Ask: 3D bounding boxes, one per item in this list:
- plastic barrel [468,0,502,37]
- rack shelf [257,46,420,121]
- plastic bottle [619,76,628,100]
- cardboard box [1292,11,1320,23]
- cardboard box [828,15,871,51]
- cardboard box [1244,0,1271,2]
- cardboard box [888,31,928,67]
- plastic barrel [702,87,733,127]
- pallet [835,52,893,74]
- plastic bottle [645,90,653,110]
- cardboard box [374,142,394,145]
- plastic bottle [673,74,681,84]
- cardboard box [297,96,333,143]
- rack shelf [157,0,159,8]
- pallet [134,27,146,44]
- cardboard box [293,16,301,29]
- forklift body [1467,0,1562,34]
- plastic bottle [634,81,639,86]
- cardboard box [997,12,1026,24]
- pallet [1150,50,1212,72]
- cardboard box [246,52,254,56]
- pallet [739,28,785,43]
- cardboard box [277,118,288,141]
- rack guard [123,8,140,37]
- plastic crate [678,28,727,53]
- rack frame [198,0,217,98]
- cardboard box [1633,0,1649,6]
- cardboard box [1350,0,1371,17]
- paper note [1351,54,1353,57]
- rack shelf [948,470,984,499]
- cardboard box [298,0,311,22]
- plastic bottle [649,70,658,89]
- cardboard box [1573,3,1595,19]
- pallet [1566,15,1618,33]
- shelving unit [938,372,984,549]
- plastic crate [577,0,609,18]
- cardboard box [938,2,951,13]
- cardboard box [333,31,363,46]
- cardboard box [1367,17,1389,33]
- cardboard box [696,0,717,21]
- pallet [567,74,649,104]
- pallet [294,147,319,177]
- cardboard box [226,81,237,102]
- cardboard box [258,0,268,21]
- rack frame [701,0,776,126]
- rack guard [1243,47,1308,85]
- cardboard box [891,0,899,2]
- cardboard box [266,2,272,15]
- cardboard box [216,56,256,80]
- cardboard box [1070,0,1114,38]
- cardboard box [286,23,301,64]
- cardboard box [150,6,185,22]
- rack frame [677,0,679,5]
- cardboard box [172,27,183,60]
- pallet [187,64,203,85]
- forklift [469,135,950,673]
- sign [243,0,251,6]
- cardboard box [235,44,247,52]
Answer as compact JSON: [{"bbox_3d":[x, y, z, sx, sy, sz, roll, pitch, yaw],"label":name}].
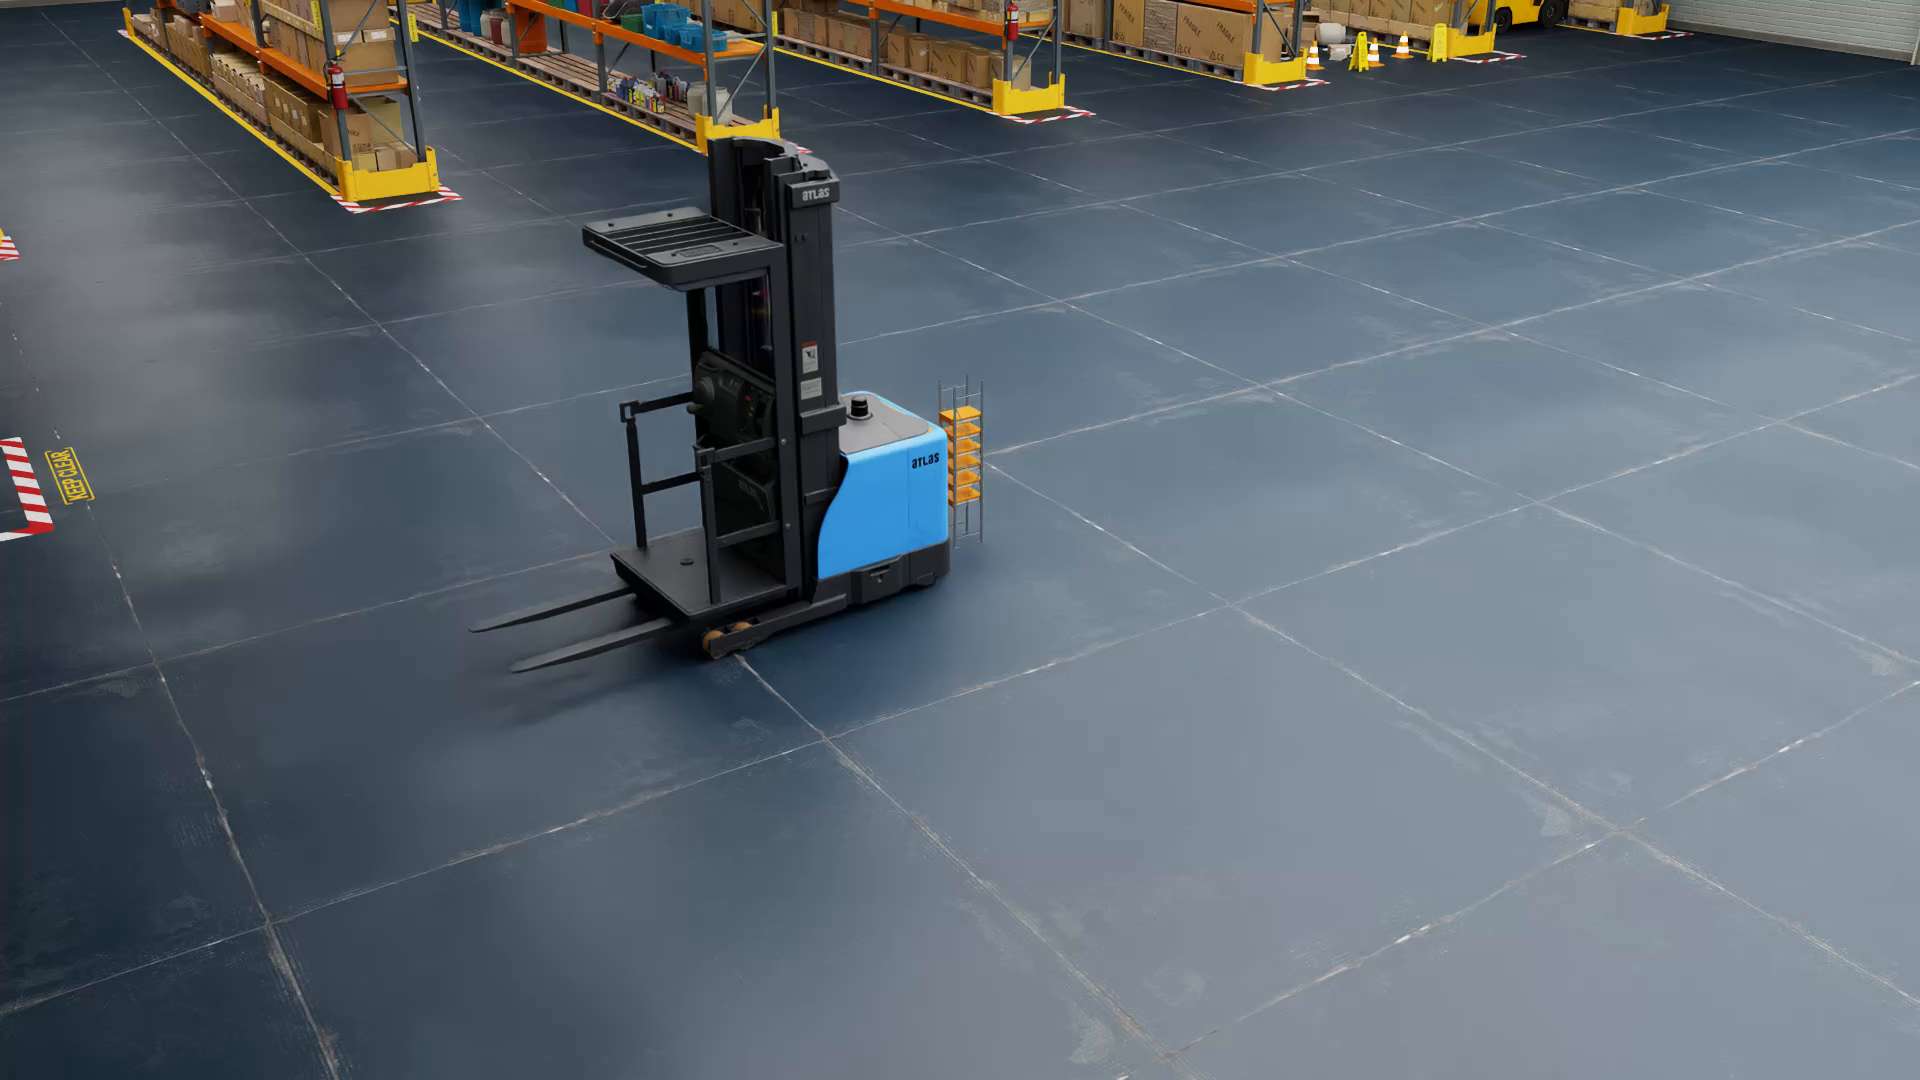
[{"bbox_3d":[-8.919,-9.969,31.283,0.600,0.901,0.708,-16,29,-30],"label":"plastic barrel"},{"bbox_3d":[-8.282,-6.125,22.016,1.077,0.370,4.000,-16,29,-30],"label":"rack shelf"},{"bbox_3d":[-5.128,-6.934,25.475,0.144,0.351,0.185,-15,29,-28],"label":"plastic bottle"},{"bbox_3d":[6.677,-9.953,32.207,0.500,0.500,0.500,3,25,6],"label":"cardboard box"},{"bbox_3d":[-1.939,-9.141,29.975,0.700,0.500,0.500,-18,31,-34],"label":"cardboard box"},{"bbox_3d":[5.083,-9.352,27.833,0.875,0.550,0.550,-16,29,-30],"label":"cardboard box"},{"bbox_3d":[-0.887,-8.380,28.387,0.500,0.500,0.500,-17,30,-31],"label":"cardboard box"},{"bbox_3d":[-3.461,-6.171,23.692,0.421,0.512,0.421,0,25,0],"label":"plastic barrel"},{"bbox_3d":[-1.498,-8.490,29.450,1.003,0.211,1.213,-16,29,-30],"label":"pallet"},{"bbox_3d":[-4.598,-6.556,24.762,0.152,0.276,0.135,-16,30,-31],"label":"plastic bottle"},{"bbox_3d":[-7.572,-5.103,21.738,0.500,0.250,0.500,-16,29,-30],"label":"cardboard box"},{"bbox_3d":[-4.347,-6.972,25.556,0.144,0.351,0.185,-16,29,-30],"label":"plastic bottle"},{"bbox_3d":[-8.290,-5.497,21.694,0.500,0.500,0.500,-16,29,-30],"label":"cardboard box"},{"bbox_3d":[-14.832,-10.417,31.108,1.077,0.370,4.000,-16,29,-30],"label":"rack shelf"},{"bbox_3d":[-15.447,-9.885,32.404,1.003,0.211,1.213,-16,29,-30],"label":"pallet"},{"bbox_3d":[-8.407,-6.720,21.557,0.380,0.149,0.250,-16,30,-30],"label":"cardboard box"},{"bbox_3d":[11.008,-11.379,33.297,2.313,2.155,1.214,-16,29,-30],"label":"forklift body"},{"bbox_3d":[-4.948,-6.875,25.442,0.097,0.271,0.097,0,25,0],"label":"plastic bottle"},{"bbox_3d":[0.784,-7.983,25.402,0.380,0.149,0.250,-16,29,-30],"label":"cardboard box"},{"bbox_3d":[4.159,-8.605,29.693,1.003,0.211,1.213,-16,29,-30],"label":"pallet"},{"bbox_3d":[-11.065,-7.667,26.511,0.500,0.311,0.500,-15,29,-28],"label":"cardboard box"},{"bbox_3d":[-3.622,-9.942,32.526,1.003,0.211,1.213,-16,29,-30],"label":"pallet"},{"bbox_3d":[-9.106,-5.696,22.993,0.500,0.250,0.500,-16,29,-30],"label":"cardboard box"},{"bbox_3d":[-15.883,-10.300,32.946,1.175,0.500,0.348,-16,29,-30],"label":"rack guard"},{"bbox_3d":[-3.562,-6.930,23.053,0.499,0.251,0.616,-16,29,-30],"label":"plastic crate"},{"bbox_3d":[-11.557,-8.596,26.409,1.000,3.000,0.127,-16,29,-30],"label":"rack frame"},{"bbox_3d":[13.489,-10.899,33.429,0.500,0.250,0.500,-15,29,-29],"label":"cardboard box"},{"bbox_3d":[7.911,-10.420,32.121,0.500,0.500,0.500,-14,29,-27],"label":"cardboard box"},{"bbox_3d":[7.232,-8.883,30.494,0.142,0.019,0.148,18,31,33],"label":"paper note"},{"bbox_3d":[0.008,-0.389,11.516,0.258,0.103,0.180,-16,29,-30],"label":"rack shelf"},{"bbox_3d":[-8.030,-6.923,21.226,0.700,0.500,0.500,-15,29,-29],"label":"cardboard box"},{"bbox_3d":[-4.749,-7.123,25.875,0.144,0.351,0.185,-16,29,-30],"label":"plastic bottle"},{"bbox_3d":[12.787,-10.731,33.659,0.500,0.250,0.500,-16,29,-30],"label":"cardboard box"},{"bbox_3d":[13.120,-10.513,33.734,1.003,0.211,1.213,-16,29,-30],"label":"pallet"},{"bbox_3d":[0.008,-0.537,11.445,0.258,1.200,0.189,-16,29,-30],"label":"shelving unit"},{"bbox_3d":[-5.742,-8.450,26.023,0.402,0.464,0.583,-16,29,-30],"label":"plastic crate"},{"bbox_3d":[-0.123,-8.495,26.487,0.380,0.149,0.250,-16,29,-30],"label":"cardboard box"},{"bbox_3d":[-7.558,-6.166,20.383,0.380,0.149,0.250,-16,30,-30],"label":"cardboard box"},{"bbox_3d":[8.182,-9.898,31.894,0.500,0.250,0.500,-17,30,-31],"label":"cardboard box"},{"bbox_3d":[-4.584,-11.020,33.539,1.225,0.875,0.875,-17,30,-31],"label":"cardboard box"},{"bbox_3d":[-5.682,-7.330,26.991,1.003,0.211,1.213,-16,29,-30],"label":"pallet"},{"bbox_3d":[-8.304,-5.174,22.425,1.003,0.211,1.213,-16,29,-30],"label":"pallet"},{"bbox_3d":[-10.953,-6.923,25.593,0.500,0.250,0.500,-16,30,-31],"label":"cardboard box"},{"bbox_3d":[-10.067,-7.678,24.346,0.500,0.500,0.500,-13,28,-26],"label":"cardboard box"},{"bbox_3d":[-3.038,-6.888,22.790,1.000,3.000,0.127,-16,29,-30],"label":"rack frame"},{"bbox_3d":[5.336,-8.023,28.122,1.175,0.500,0.348,-16,29,-30],"label":"rack guard"},{"bbox_3d":[-0.921,-9.037,27.636,0.380,0.149,0.250,-16,29,-30],"label":"cardboard box"},{"bbox_3d":[-9.252,-7.273,22.729,0.380,0.149,0.250,-15,29,-29],"label":"cardboard box"},{"bbox_3d":[-11.223,-7.355,25.851,0.500,0.311,0.500,-16,30,-31],"label":"cardboard box"},{"bbox_3d":[2.725,-9.966,31.454,1.050,0.750,0.750,-16,29,-30],"label":"cardboard box"},{"bbox_3d":[-8.562,-6.686,22.245,0.700,0.500,0.500,-15,29,-29],"label":"cardboard box"},{"bbox_3d":[-14.771,-9.768,31.299,0.797,0.503,0.637,-16,29,-30],"label":"cardboard box"},{"bbox_3d":[-5.439,-12.334,34.327,1.000,3.000,0.127,-16,29,-30],"label":"rack frame"},{"bbox_3d":[-13.380,-8.678,28.994,0.500,0.500,0.500,-15,29,-29],"label":"cardboard box"},{"bbox_3d":[-12.595,-8.047,28.512,1.003,0.211,1.213,-16,29,-30],"label":"pallet"},{"bbox_3d":[-1.556,-0.856,10.092,3.031,2.935,1.130,-17,30,-32],"label":"forklift"},{"bbox_3d":[-9.823,-7.524,22.872,0.100,0.325,0.005,-16,29,-30],"label":"sign"},{"bbox_3d":[-11.566,-7.894,27.334,0.500,0.500,0.500,-14,29,-27],"label":"cardboard box"}]
